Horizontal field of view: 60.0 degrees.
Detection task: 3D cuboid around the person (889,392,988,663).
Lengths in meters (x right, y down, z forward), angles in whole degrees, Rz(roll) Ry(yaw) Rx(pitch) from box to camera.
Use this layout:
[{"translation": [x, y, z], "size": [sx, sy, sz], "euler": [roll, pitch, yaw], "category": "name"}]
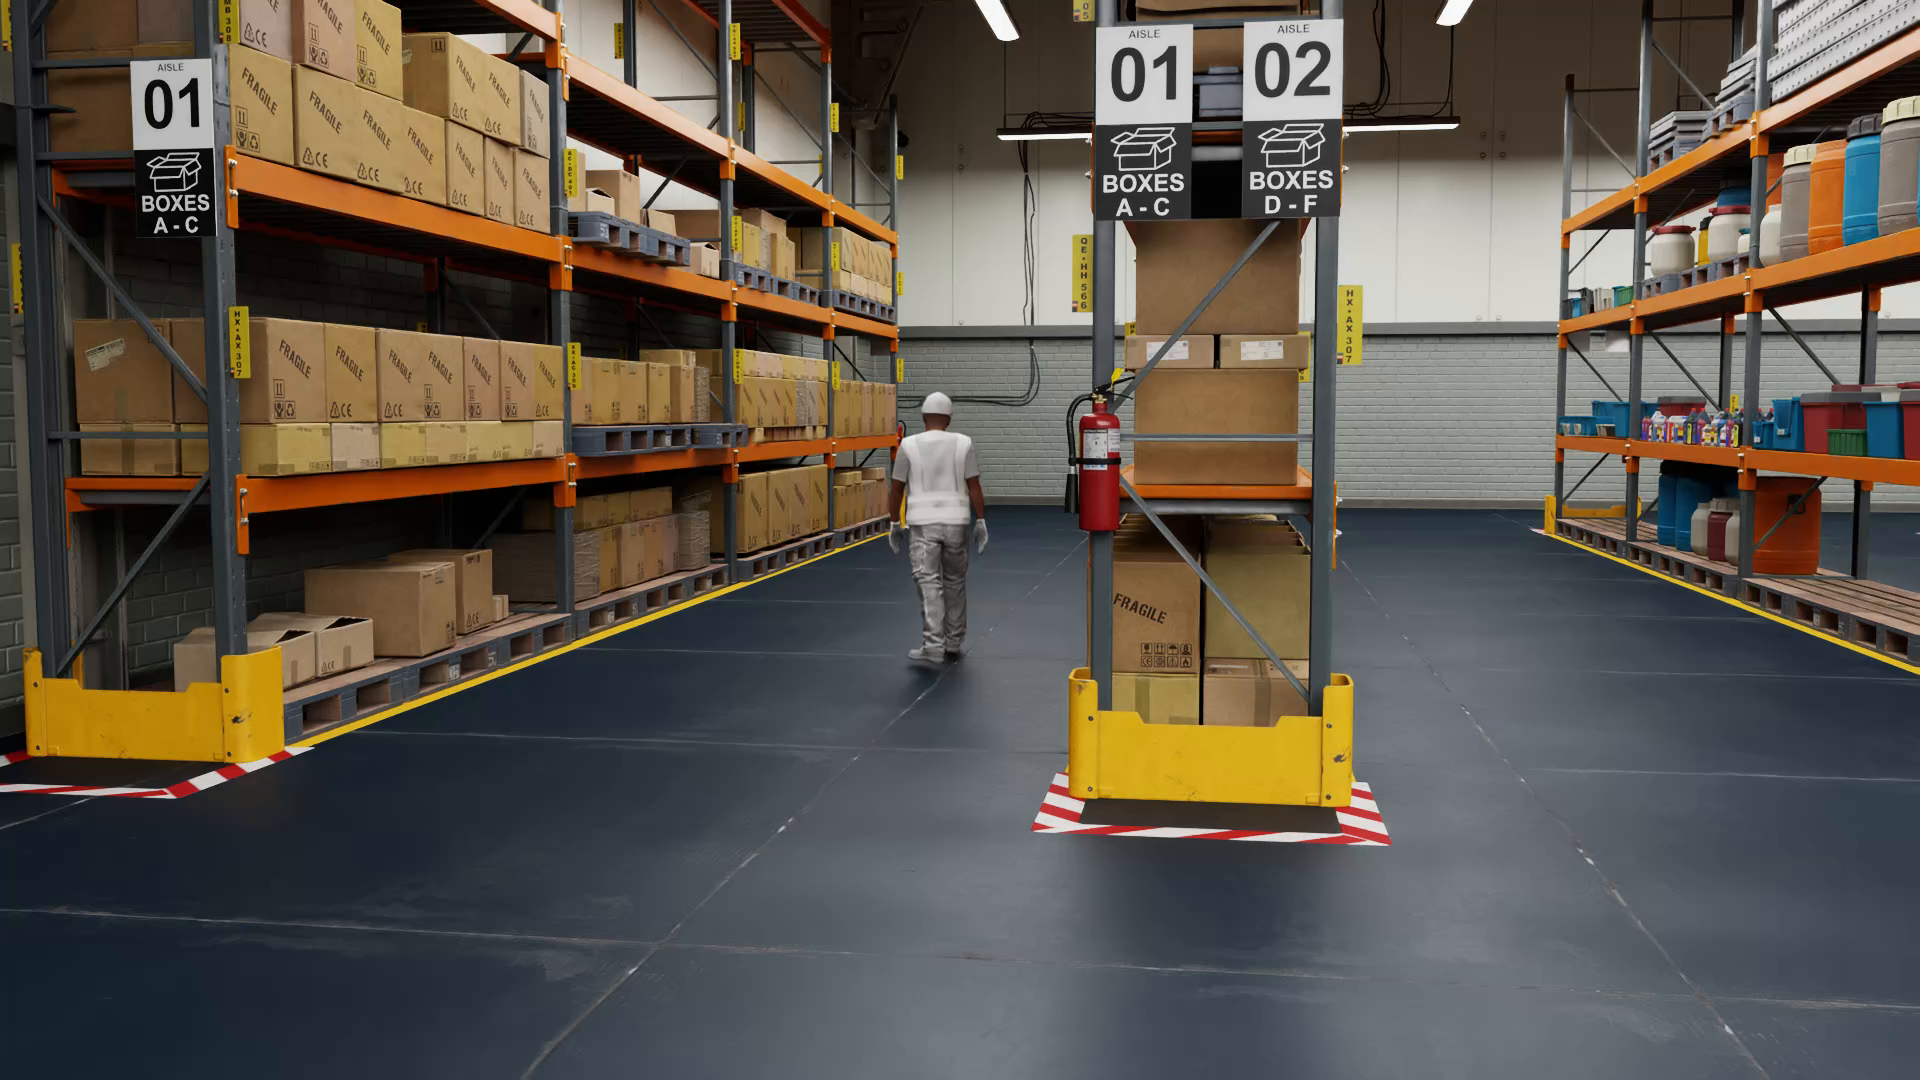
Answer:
[{"translation": [-0.155, -0.097, 10.857], "size": [0.607, 1.737, 0.944], "euler": [-1, 5, -13], "category": "person"}]
